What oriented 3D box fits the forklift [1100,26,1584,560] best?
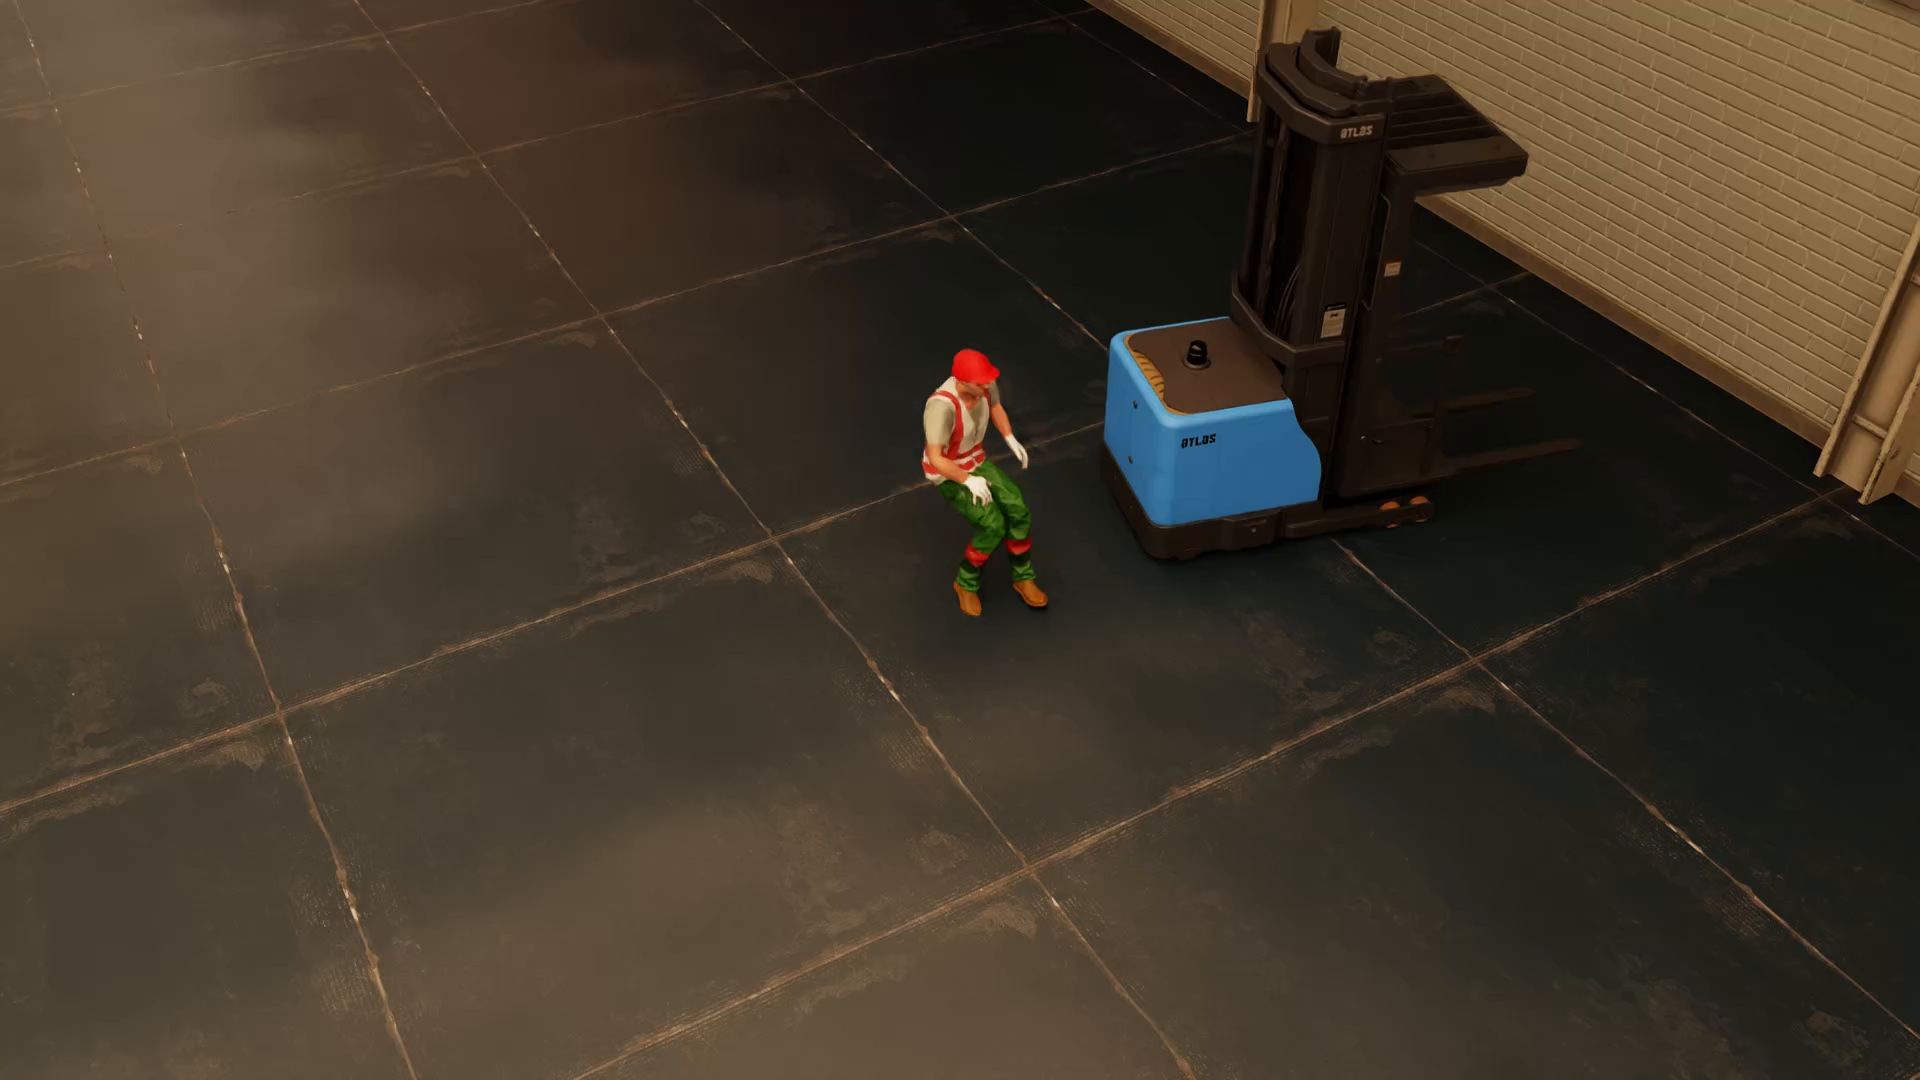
[{"bbox_3d":[2.481,-1.522,9.871,3.031,2.935,1.130,-10,41,-12],"label":"forklift"}]

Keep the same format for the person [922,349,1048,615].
[{"bbox_3d":[0.201,-0.369,9.627,0.897,1.567,0.798,23,45,25],"label":"person"}]
